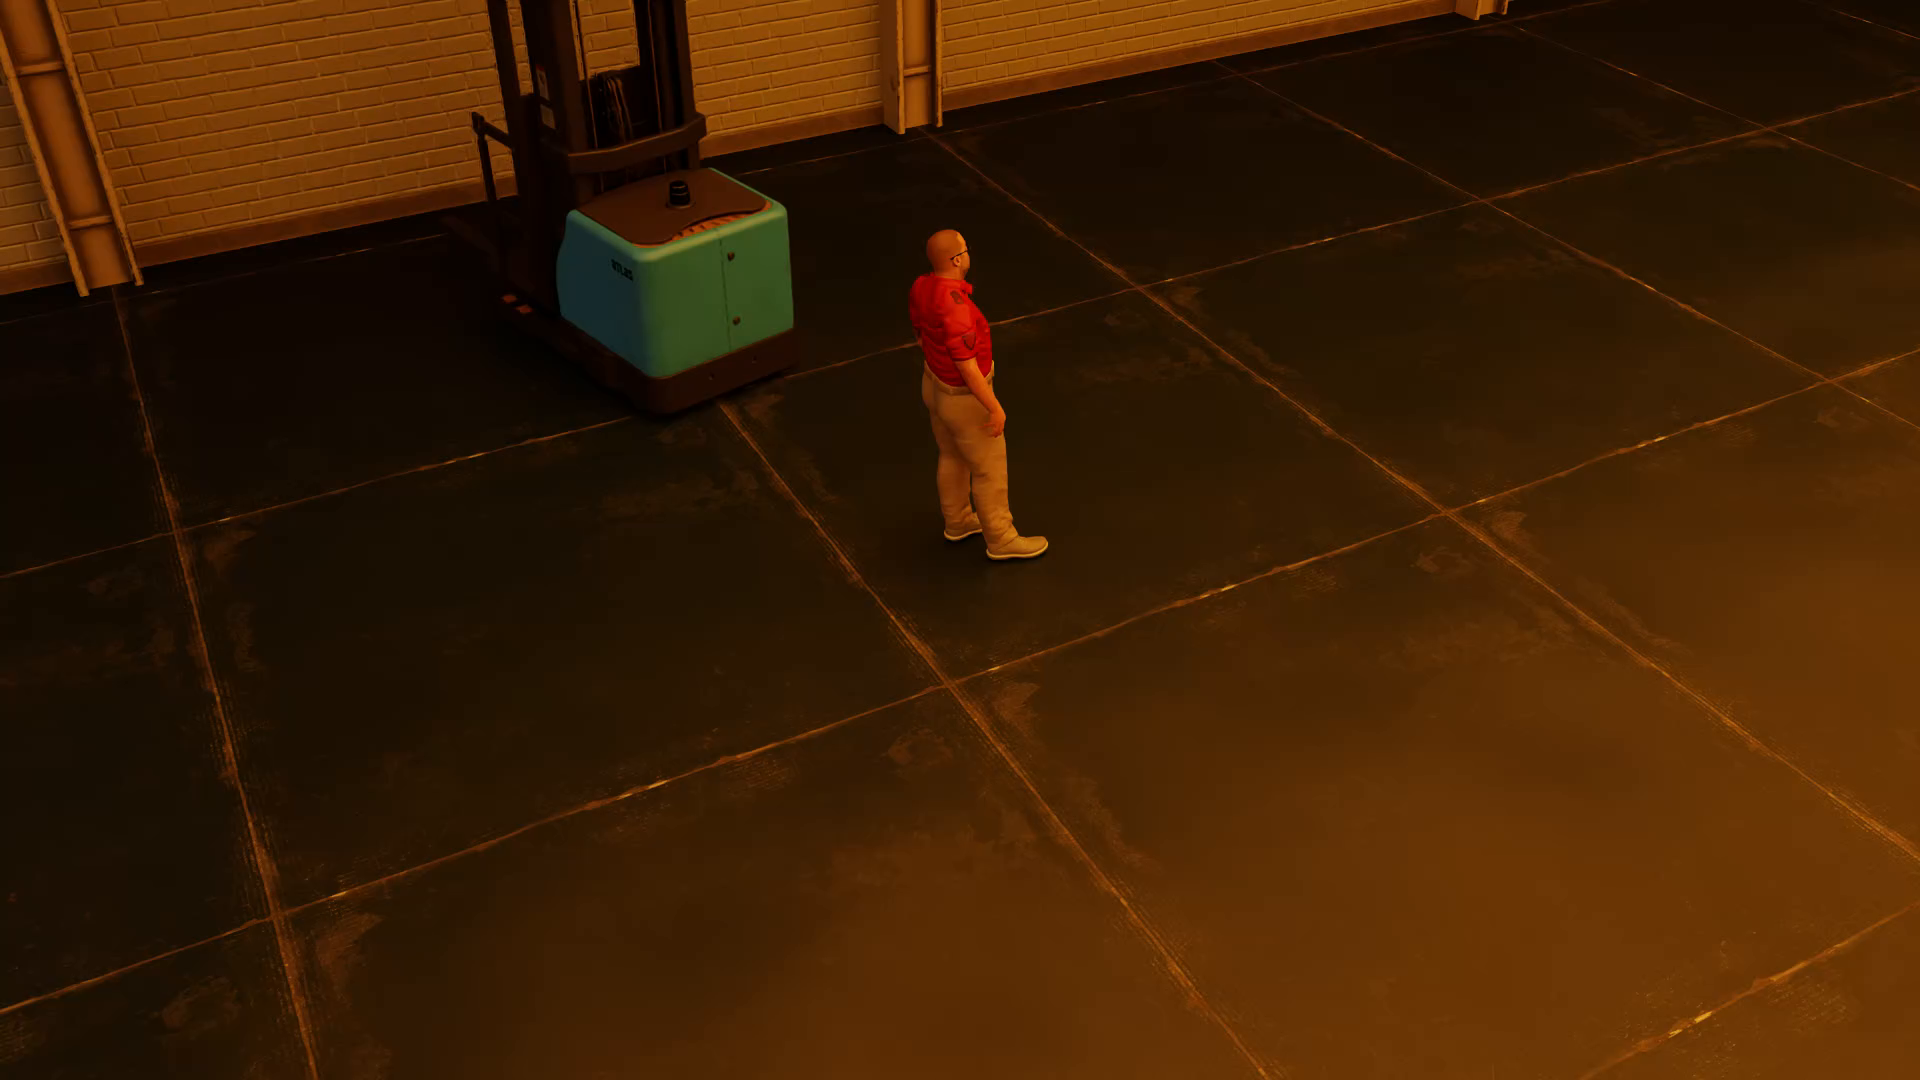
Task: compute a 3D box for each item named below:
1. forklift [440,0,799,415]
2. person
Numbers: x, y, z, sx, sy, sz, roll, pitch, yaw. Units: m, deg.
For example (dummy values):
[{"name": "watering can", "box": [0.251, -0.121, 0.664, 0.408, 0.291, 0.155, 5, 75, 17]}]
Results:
[{"name": "forklift", "box": [-2.321, -2.688, 9.926, 1.130, 2.935, 3.031, -27, 43, -32]}, {"name": "person", "box": [0.085, -0.731, 8.185, 0.550, 1.728, 0.641, -17, 39, -23]}]
